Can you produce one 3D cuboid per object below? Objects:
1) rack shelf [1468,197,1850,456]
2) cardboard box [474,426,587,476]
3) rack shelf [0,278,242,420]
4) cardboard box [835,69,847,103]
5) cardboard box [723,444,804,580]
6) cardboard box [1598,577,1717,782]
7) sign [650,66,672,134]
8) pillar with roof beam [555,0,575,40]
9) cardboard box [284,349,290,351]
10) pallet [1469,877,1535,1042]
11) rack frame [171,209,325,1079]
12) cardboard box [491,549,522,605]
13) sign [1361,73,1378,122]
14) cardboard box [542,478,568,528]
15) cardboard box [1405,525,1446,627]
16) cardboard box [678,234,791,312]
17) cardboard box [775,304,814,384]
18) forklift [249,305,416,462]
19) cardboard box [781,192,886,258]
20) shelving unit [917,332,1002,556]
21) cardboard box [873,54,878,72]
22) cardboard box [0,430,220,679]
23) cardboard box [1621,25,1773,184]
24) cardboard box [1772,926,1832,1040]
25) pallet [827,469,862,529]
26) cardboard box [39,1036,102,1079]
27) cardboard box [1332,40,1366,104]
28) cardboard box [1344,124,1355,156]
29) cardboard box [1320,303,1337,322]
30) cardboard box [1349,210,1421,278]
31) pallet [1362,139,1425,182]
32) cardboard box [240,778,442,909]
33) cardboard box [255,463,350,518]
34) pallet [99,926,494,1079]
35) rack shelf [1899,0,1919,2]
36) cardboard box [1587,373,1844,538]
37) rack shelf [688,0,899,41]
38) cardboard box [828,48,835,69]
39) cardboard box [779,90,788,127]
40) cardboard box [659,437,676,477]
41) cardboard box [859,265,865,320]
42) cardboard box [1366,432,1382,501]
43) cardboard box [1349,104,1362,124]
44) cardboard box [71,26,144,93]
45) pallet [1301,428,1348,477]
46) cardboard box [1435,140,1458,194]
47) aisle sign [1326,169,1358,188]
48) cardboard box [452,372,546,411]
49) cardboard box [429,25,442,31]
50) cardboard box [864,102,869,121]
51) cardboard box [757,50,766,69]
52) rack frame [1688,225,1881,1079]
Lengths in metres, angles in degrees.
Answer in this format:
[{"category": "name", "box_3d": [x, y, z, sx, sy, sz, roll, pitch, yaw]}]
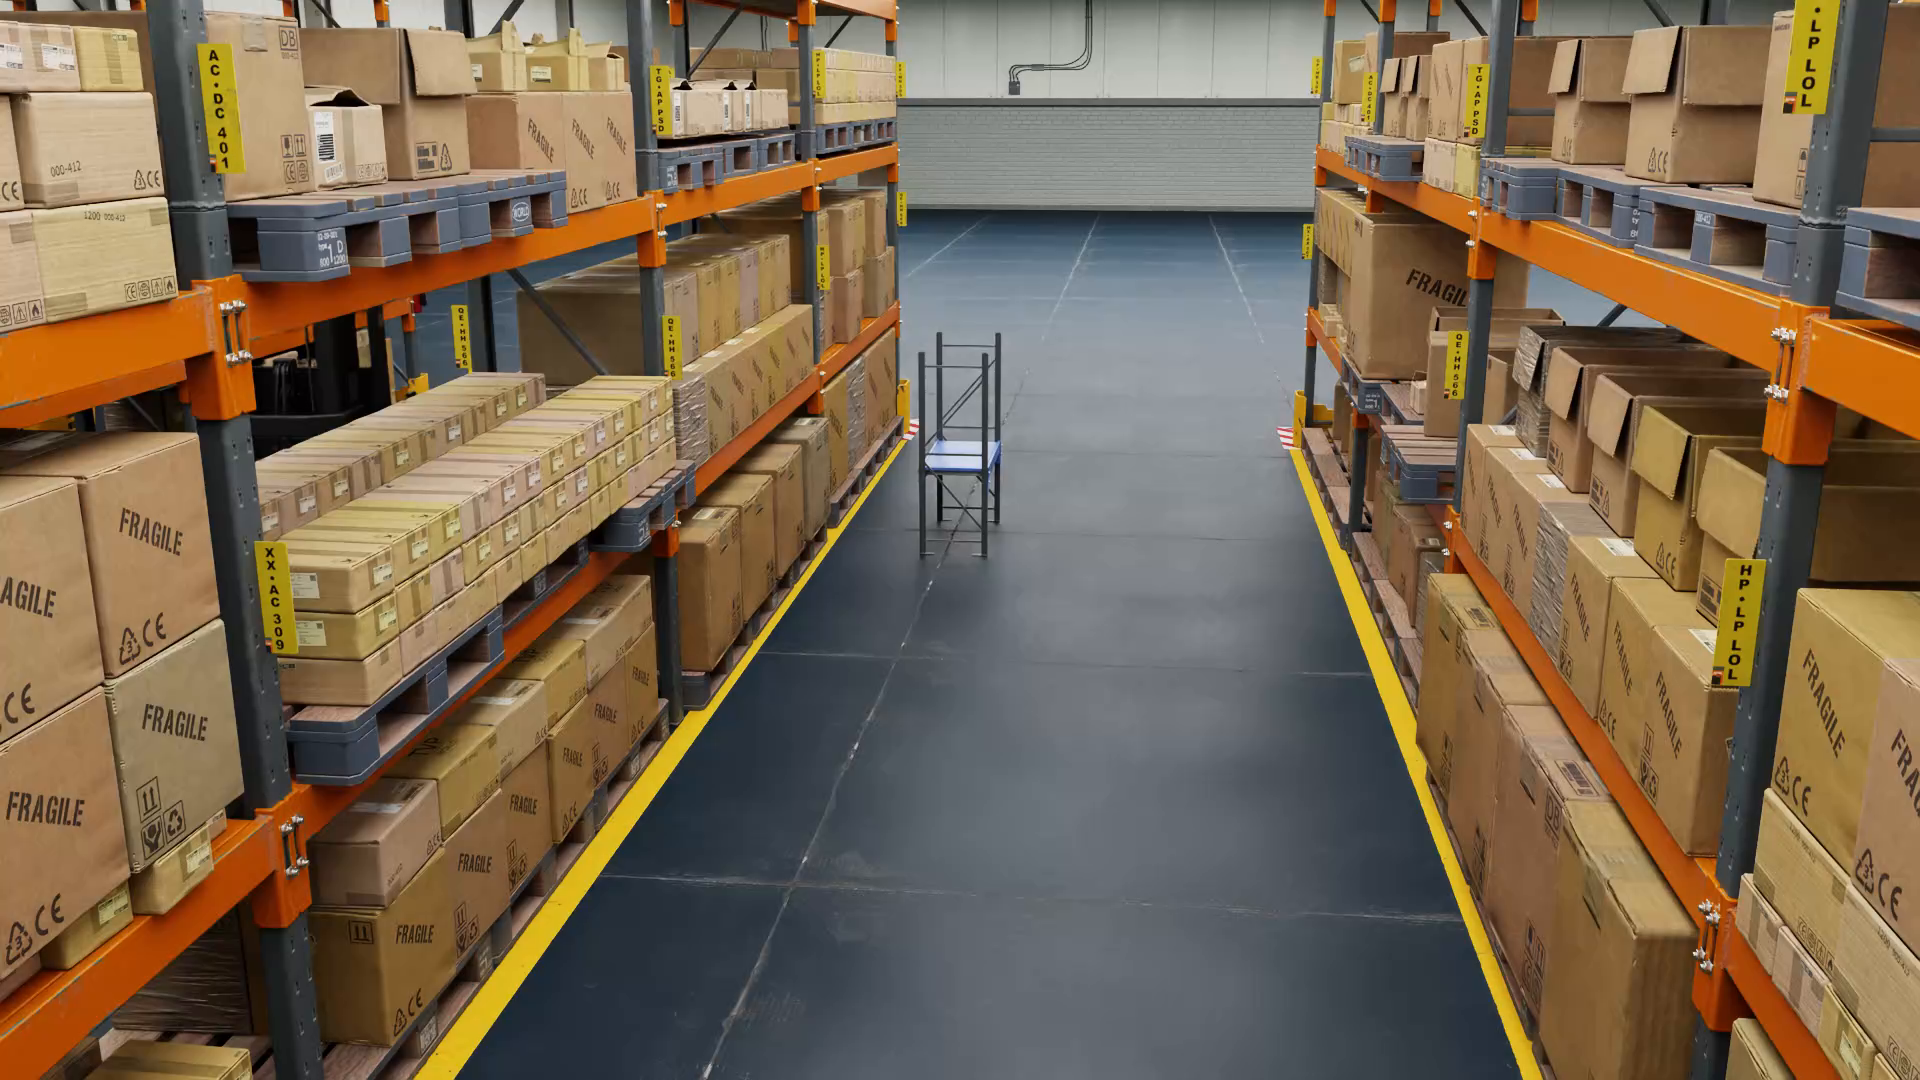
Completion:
[{"category": "rack shelf", "box_3d": [2.685, -0.881, 5.805, 1.077, 0.370, 4.000, 2, 15, 6]}, {"category": "cardboard box", "box_3d": [-1.754, -0.364, 6.798, 0.380, 0.149, 0.250, 2, 15, 9]}, {"category": "rack shelf", "box_3d": [-2.683, -0.016, 2.605, 1.077, 0.370, 4.000, 2, 15, 6]}, {"category": "cardboard box", "box_3d": [-1.166, -3.528, 12.938, 0.500, 0.250, 0.500, 2, 15, 6]}, {"category": "cardboard box", "box_3d": [-1.648, -0.212, 11.203, 1.050, 0.750, 0.750, 2, 15, 6]}, {"category": "cardboard box", "box_3d": [2.303, 0.433, 5.123, 0.500, 0.500, 0.500, 2, 15, 8]}, {"category": "sign", "box_3d": [-1.467, -2.152, 8.138, 0.100, 0.325, 0.005, 2, 15, 6]}, {"category": "pillar with roof beam", "box_3d": [-4.954, -11.651, 38.509, 9.100, 9.000, 0.400, 2, 15, 6]}, {"category": "cardboard box", "box_3d": [-6.456, -1.560, 15.711, 0.500, 0.500, 0.500, 1, 15, 4]}, {"category": "pallet", "box_3d": [2.607, 1.565, 6.470, 1.003, 0.211, 1.213, 2, 15, 6]}, {"category": "rack frame", "box_3d": [-2.458, 0.566, 4.821, 1.000, 3.000, 0.127, 2, 15, 6]}, {"category": "cardboard box", "box_3d": [-1.841, 0.128, 6.118, 0.380, 0.149, 0.250, 1, 15, 4]}, {"category": "sign", "box_3d": [2.822, -3.048, 11.450, 0.100, 0.325, 0.005, 2, 15, 6]}, {"category": "cardboard box", "box_3d": [-1.782, -0.153, 6.588, 0.380, 0.149, 0.250, 1, 15, 5]}, {"category": "cardboard box", "box_3d": [3.073, 0.230, 10.012, 0.700, 0.500, 0.500, 3, 15, 11]}, {"category": "cardboard box", "box_3d": [-1.605, -1.911, 11.874, 0.700, 0.500, 0.500, 1, 15, 5]}, {"category": "cardboard box", "box_3d": [-1.348, -1.414, 11.952, 0.500, 0.500, 0.500, 2, 15, 6]}, {"category": "forklift", "box_3d": [-4.168, -1.022, 10.826, 1.130, 2.935, 3.031, 1, 15, 2]}, {"category": "cardboard box", "box_3d": [-1.154, -2.899, 15.281, 0.875, 0.550, 0.550, 2, 15, 6]}, {"category": "shelving unit", "box_3d": [0.010, -0.746, 12.548, 0.538, 1.500, 1.048, 2, 15, 6]}, {"category": "cardboard box", "box_3d": [-0.920, -4.148, 14.467, 0.380, 0.149, 0.250, 2, 15, 6]}, {"category": "cardboard box", "box_3d": [-2.242, 0.022, 4.158, 0.500, 0.500, 0.500, 1, 15, 4]}, {"category": "cardboard box", "box_3d": [2.701, -1.469, 5.599, 0.797, 0.503, 0.637, 1, 15, 5]}, {"category": "cardboard box", "box_3d": [2.066, 0.995, 3.717, 0.380, 0.149, 0.250, 1, 15, 4]}, {"category": "pallet", "box_3d": [-1.391, -0.357, 13.579, 1.003, 0.211, 1.213, 2, 15, 6]}, {"category": "cardboard box", "box_3d": [-2.702, 1.536, 4.753, 0.380, 0.149, 0.250, 2, 15, 9]}, {"category": "cardboard box", "box_3d": [3.377, -3.878, 13.791, 0.500, 0.500, 0.500, 2, 15, 6]}, {"category": "cardboard box", "box_3d": [3.276, -3.105, 12.940, 0.500, 0.250, 0.500, 2, 15, 6]}, {"category": "cardboard box", "box_3d": [3.454, -2.057, 15.003, 0.380, 0.149, 0.250, 2, 15, 6]}, {"category": "cardboard box", "box_3d": [3.139, -2.136, 12.136, 0.500, 0.500, 0.500, 2, 15, 6]}, {"category": "pallet", "box_3d": [3.073, -2.268, 9.915, 1.213, 0.211, 1.003, 2, 15, 6]}, {"category": "cardboard box", "box_3d": [-2.112, 1.024, 5.675, 0.500, 0.250, 0.500, 1, 15, 4]}, {"category": "cardboard box", "box_3d": [-2.485, -0.181, 6.120, 0.380, 0.149, 0.250, 1, 15, 4]}, {"category": "pallet", "box_3d": [-2.371, 1.710, 5.932, 1.003, 0.211, 1.213, 2, 15, 6]}, {"category": "rack shelf", "box_3d": [8.509, -4.065, 12.599, 1.077, 0.370, 4.000, 2, 15, 6]}, {"category": "cardboard box", "box_3d": [2.667, -0.299, 5.908, 0.797, 0.503, 0.637, 2, 15, 8]}, {"category": "rack shelf", "box_3d": [-1.329, -4.383, 13.776, 1.077, 0.370, 4.000, 2, 15, 6]}, {"category": "cardboard box", "box_3d": [-1.148, -3.622, 12.521, 0.380, 0.149, 0.250, 2, 15, 6]}, {"category": "cardboard box", "box_3d": [-1.476, -2.947, 11.360, 0.500, 0.250, 0.500, 2, 15, 7]}, {"category": "cardboard box", "box_3d": [-1.605, -0.411, 8.113, 0.380, 0.149, 0.250, 2, 15, 7]}, {"category": "cardboard box", "box_3d": [-1.329, -2.236, 14.897, 0.875, 0.550, 0.550, 2, 15, 6]}, {"category": "cardboard box", "box_3d": [3.504, -0.584, 13.058, 0.500, 0.500, 0.500, 7, 17, 24]}, {"category": "cardboard box", "box_3d": [3.255, -3.339, 13.041, 0.380, 0.149, 0.250, 2, 15, 9]}, {"category": "cardboard box", "box_3d": [-2.221, -1.154, 4.002, 0.380, 0.149, 0.250, 1, 15, 4]}, {"category": "pallet", "box_3d": [3.678, -0.798, 15.210, 1.003, 0.211, 1.213, 2, 15, 6]}, {"category": "cardboard box", "box_3d": [2.763, -1.934, 8.609, 0.500, 0.250, 0.500, 2, 15, 6]}, {"category": "aisle sign", "box_3d": [3.522, -3.654, 15.447, 0.394, 0.787, 0.004, 2, 15, 6]}, {"category": "cardboard box", "box_3d": [-2.251, -0.724, 8.132, 0.380, 0.149, 0.250, 2, 15, 6]}, {"category": "cardboard box", "box_3d": [-2.374, -2.039, 7.052, 0.396, 0.266, 0.258, 2, 15, 6]}, {"category": "cardboard box", "box_3d": [-0.977, -3.632, 14.086, 0.380, 0.149, 0.250, 2, 15, 7]}, {"category": "cardboard box", "box_3d": [-1.744, -3.771, 13.072, 0.380, 0.149, 0.250, 2, 15, 7]}, {"category": "rack frame", "box_3d": [2.459, 0.739, 4.184, 1.000, 3.000, 0.127, 2, 15, 6]}]
